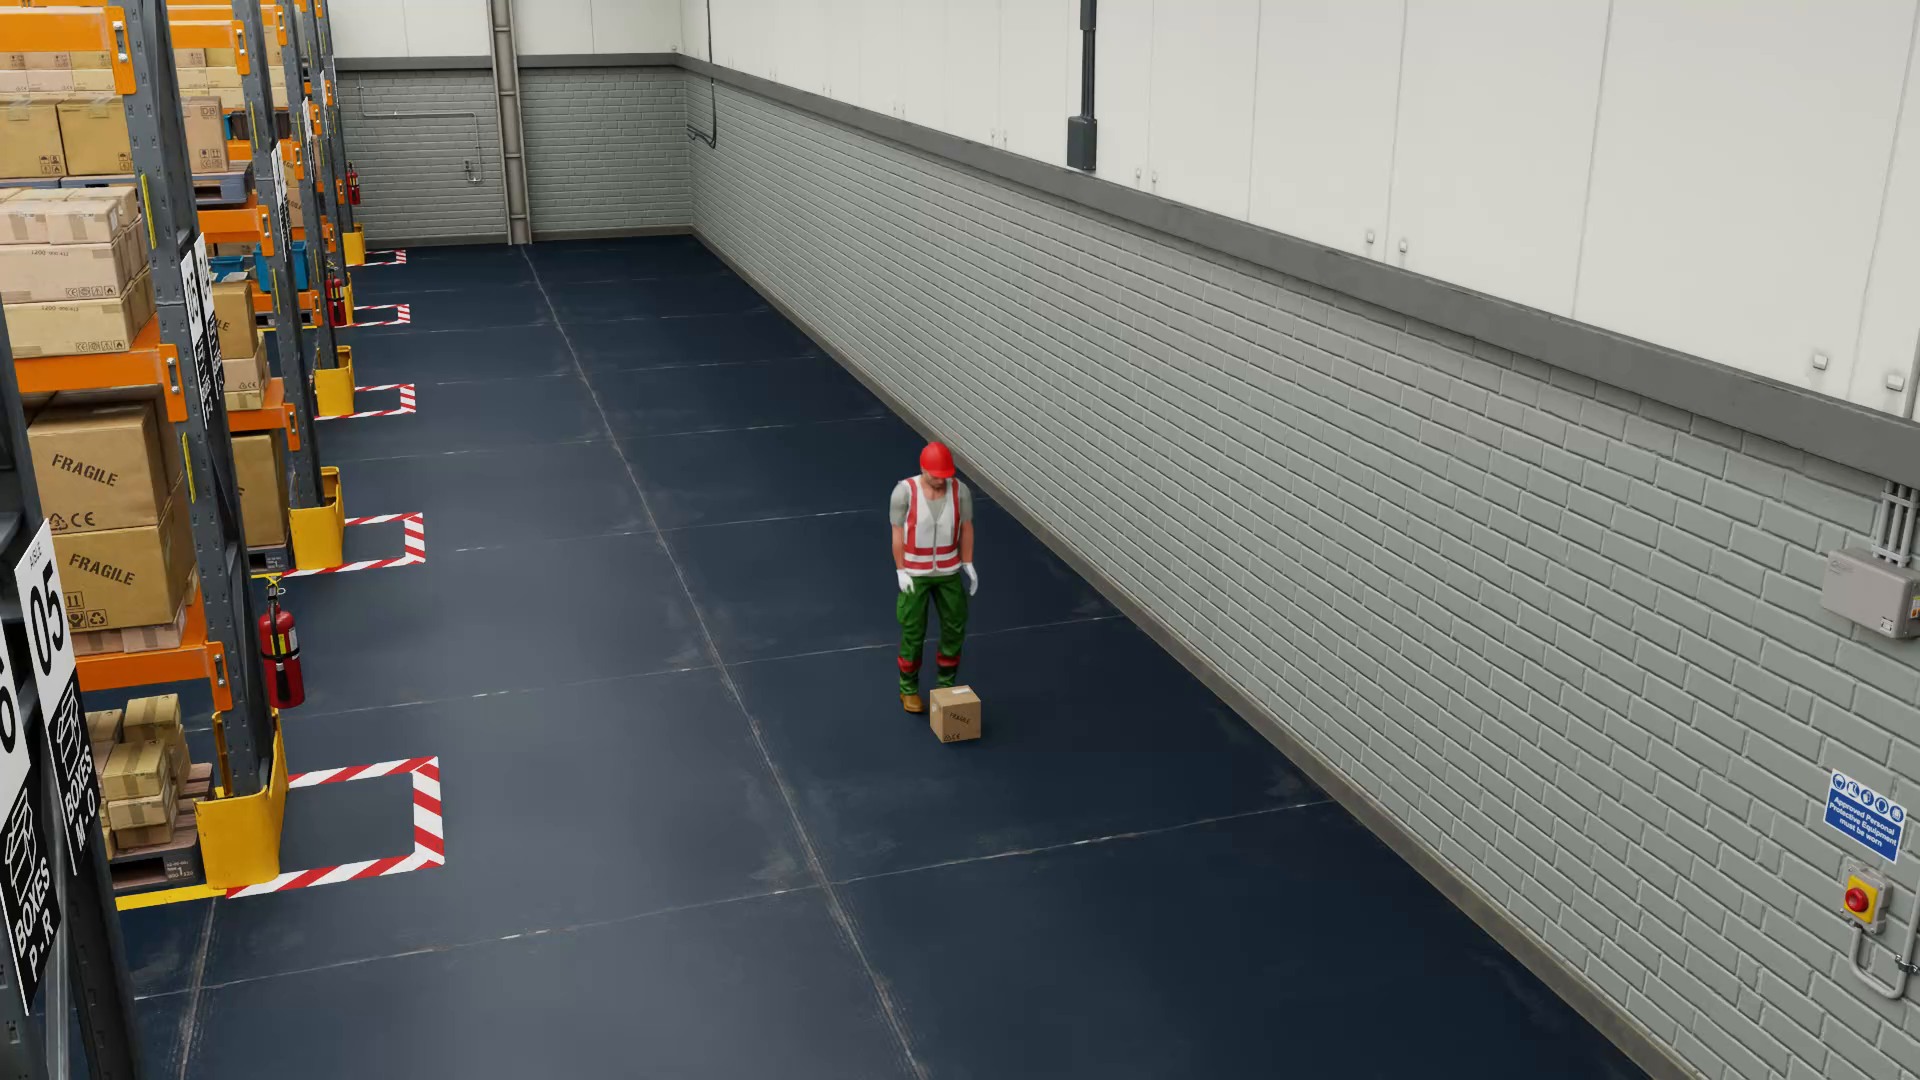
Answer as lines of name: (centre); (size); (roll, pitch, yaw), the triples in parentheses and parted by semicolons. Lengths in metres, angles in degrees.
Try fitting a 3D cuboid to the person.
person: (-0.160, 0.219, 10.444); (0.536, 1.757, 0.414); (-6, 20, -16)
